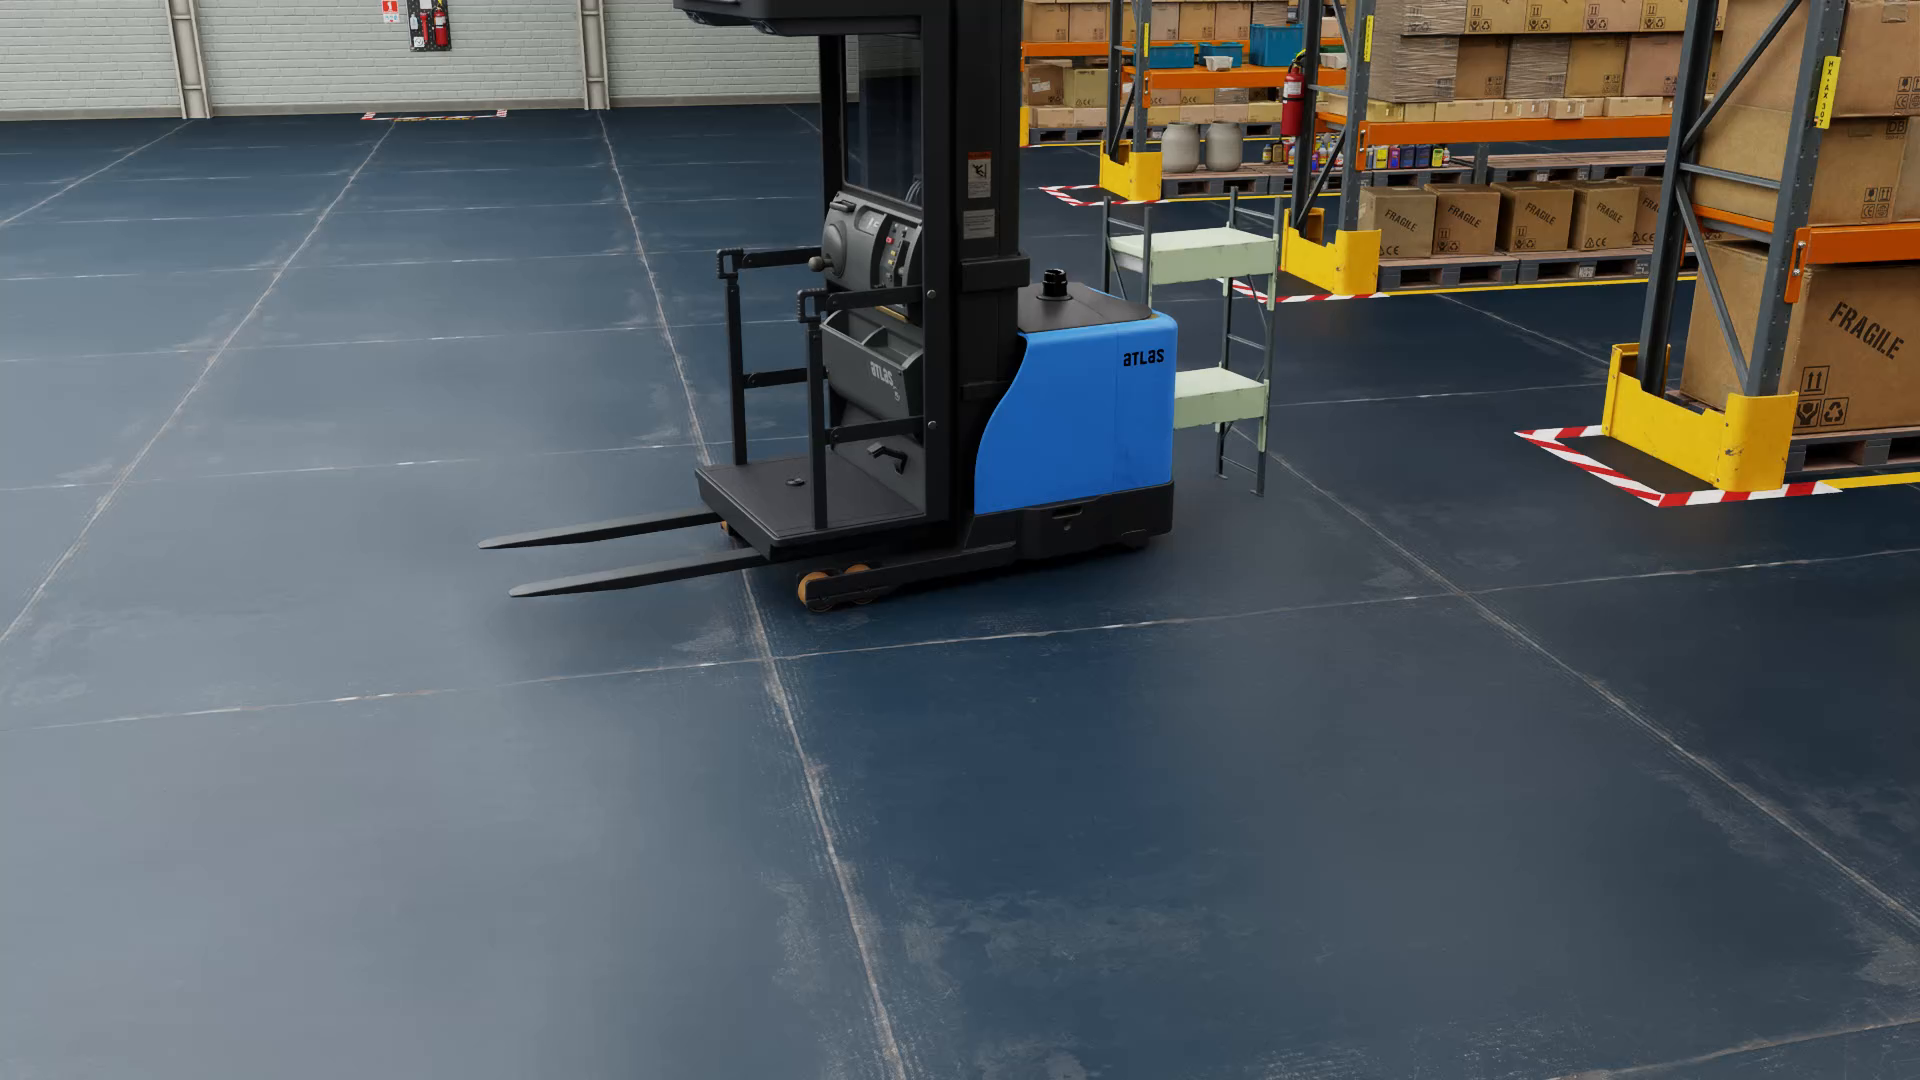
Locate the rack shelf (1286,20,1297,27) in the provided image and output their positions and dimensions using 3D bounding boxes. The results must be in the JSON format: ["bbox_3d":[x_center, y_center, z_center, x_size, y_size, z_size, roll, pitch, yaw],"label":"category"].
[{"bbox_3d":[5.347,-8.635,28.073,4.000,0.370,1.077,-5,21,-12],"label":"rack shelf"}]

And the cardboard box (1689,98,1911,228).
[{"bbox_3d":[4.321,-1.971,8.616,0.550,0.550,0.875,-5,21,-12],"label":"cardboard box"}]

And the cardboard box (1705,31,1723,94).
[{"bbox_3d":[5.873,-3.985,13.753,0.500,0.500,0.875,-5,21,-12],"label":"cardboard box"}]

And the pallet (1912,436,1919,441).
[{"bbox_3d":[5.915,-0.731,9.504,1.213,0.211,1.003,-5,21,-12],"label":"pallet"}]

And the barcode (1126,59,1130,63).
[{"bbox_3d":[2.820,-8.035,27.919,0.075,0.075,0.001,-5,21,-12],"label":"barcode"}]

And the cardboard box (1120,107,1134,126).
[{"bbox_3d":[2.197,-5.795,22.659,0.500,0.250,0.500,-5,21,-12],"label":"cardboard box"}]

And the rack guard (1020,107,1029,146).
[{"bbox_3d":[0.628,-5.665,22.552,0.348,0.500,1.175,-5,21,-12],"label":"rack guard"}]

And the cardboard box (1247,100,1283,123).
[{"bbox_3d":[4.143,-5.953,23.092,0.500,0.250,0.500,-5,21,-12],"label":"cardboard box"}]

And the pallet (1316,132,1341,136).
[{"bbox_3d":[5.252,-5.919,23.666,1.213,0.211,1.003,-5,21,-12],"label":"pallet"}]

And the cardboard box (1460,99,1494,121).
[{"bbox_3d":[3.992,-3.404,13.111,0.250,0.149,0.380,-5,21,-12],"label":"cardboard box"}]

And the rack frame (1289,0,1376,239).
[{"bbox_3d":[2.927,-3.524,13.074,0.127,3.000,1.000,-5,21,-12],"label":"rack frame"}]

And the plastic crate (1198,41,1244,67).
[{"bbox_3d":[2.839,-5.301,18.142,0.408,0.251,0.499,-5,21,-12],"label":"plastic crate"}]

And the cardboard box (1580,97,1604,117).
[{"bbox_3d":[4.954,-3.499,13.372,0.250,0.149,0.380,-5,21,-12],"label":"cardboard box"}]

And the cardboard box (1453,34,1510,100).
[{"bbox_3d":[3.928,-3.825,13.317,0.500,0.500,0.875,-5,21,-12],"label":"cardboard box"}]

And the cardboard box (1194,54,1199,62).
[{"bbox_3d":[4.113,-7.911,28.046,0.500,0.500,0.700,-4,20,-11],"label":"cardboard box"}]

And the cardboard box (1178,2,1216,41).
[{"bbox_3d":[3.113,-7.084,22.648,0.500,0.500,0.700,-4,21,-12],"label":"cardboard box"}]

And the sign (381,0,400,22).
[{"bbox_3d":[-8.825,-8.193,25.768,0.234,0.329,0.001,-5,21,-12],"label":"sign"}]

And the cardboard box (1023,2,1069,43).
[{"bbox_3d":[1.109,-6.920,22.199,0.500,0.500,0.700,-5,21,-12],"label":"cardboard box"}]

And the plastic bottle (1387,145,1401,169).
[{"bbox_3d":[4.784,-4.240,18.338,0.133,0.283,0.061,-3,20,-9],"label":"plastic bottle"}]

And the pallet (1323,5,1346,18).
[{"bbox_3d":[6.624,-8.949,28.163,1.003,0.211,1.213,-5,21,-12],"label":"pallet"}]

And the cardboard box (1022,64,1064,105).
[{"bbox_3d":[1.105,-6.241,22.787,0.500,0.500,0.500,-5,21,-12],"label":"cardboard box"}]

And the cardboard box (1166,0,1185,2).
[{"bbox_3d":[2.835,-7.293,22.275,0.250,0.149,0.380,-4,20,-11],"label":"cardboard box"}]

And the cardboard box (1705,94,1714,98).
[{"bbox_3d":[5.958,-3.534,13.466,0.250,0.149,0.380,-5,21,-12],"label":"cardboard box"}]

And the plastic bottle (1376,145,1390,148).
[{"bbox_3d":[4.832,-4.488,18.917,0.185,0.351,0.144,-5,21,-12],"label":"plastic bottle"}]

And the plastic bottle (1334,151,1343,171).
[{"bbox_3d":[4.151,-4.157,18.230,0.097,0.201,0.097,0,20,0],"label":"plastic bottle"}]

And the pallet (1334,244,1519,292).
[{"bbox_3d":[3.800,-2.273,13.713,1.213,0.211,1.003,-5,21,-12],"label":"pallet"}]

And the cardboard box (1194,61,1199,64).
[{"bbox_3d":[3.536,-6.441,23.334,0.500,0.500,0.500,-5,21,-12],"label":"cardboard box"}]

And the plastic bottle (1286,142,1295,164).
[{"bbox_3d":[3.750,-4.380,18.721,0.133,0.283,0.061,-5,21,-12],"label":"plastic bottle"}]

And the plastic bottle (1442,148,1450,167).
[{"bbox_3d":[5.399,-4.258,18.507,0.097,0.201,0.097,0,20,0],"label":"plastic bottle"}]

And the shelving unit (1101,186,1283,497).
[{"bbox_3d":[1.111,-0.930,8.173,0.755,1.500,0.431,-10,22,-25],"label":"shelving unit"}]

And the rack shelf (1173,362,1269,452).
[{"bbox_3d":[1.111,-0.624,8.285,0.720,0.370,0.431,-10,22,-25],"label":"rack shelf"}]

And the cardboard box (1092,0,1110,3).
[{"bbox_3d":[1.828,-7.211,22.051,0.250,0.149,0.380,-5,21,-13],"label":"cardboard box"}]

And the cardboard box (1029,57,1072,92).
[{"bbox_3d":[1.482,-7.642,27.310,0.500,0.500,0.700,-6,21,-16],"label":"cardboard box"}]

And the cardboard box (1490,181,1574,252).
[{"bbox_3d":[4.726,-2.693,13.830,0.500,0.500,0.500,-3,20,-7],"label":"cardboard box"}]

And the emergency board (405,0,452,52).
[{"bbox_3d":[-8.263,-8.185,25.799,0.643,1.169,0.194,-5,21,-12],"label":"emergency board"}]

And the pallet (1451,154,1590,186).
[{"bbox_3d":[6.435,-4.264,19.149,1.213,0.211,1.003,-5,21,-12],"label":"pallet"}]

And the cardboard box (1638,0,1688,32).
[{"bbox_3d":[5.472,-4.290,13.133,0.500,0.500,0.500,-5,21,-12],"label":"cardboard box"}]

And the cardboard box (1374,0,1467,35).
[{"bbox_3d":[3.525,-4.132,12.703,0.500,0.500,0.500,-5,21,-12],"label":"cardboard box"}]

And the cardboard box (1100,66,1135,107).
[{"bbox_3d":[2.194,-6.151,22.541,0.500,0.500,0.500,-5,21,-12],"label":"cardboard box"}]

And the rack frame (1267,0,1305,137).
[{"bbox_3d":[4.544,-7.157,22.991,0.127,3.000,1.000,-5,21,-12],"label":"rack frame"}]

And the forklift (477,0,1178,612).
[{"bbox_3d":[-0.565,-1.280,7.047,3.031,2.935,1.130,-10,22,-25],"label":"forklift"}]

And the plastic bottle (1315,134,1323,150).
[{"bbox_3d":[4.021,-4.473,18.876,0.185,0.351,0.144,-4,20,-10],"label":"plastic bottle"}]

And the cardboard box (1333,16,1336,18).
[{"bbox_3d":[5.357,-7.225,23.372,0.258,0.266,0.396,-5,21,-14],"label":"cardboard box"}]

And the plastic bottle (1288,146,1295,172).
[{"bbox_3d":[3.624,-4.147,18.101,0.097,0.271,0.097,0,20,0],"label":"plastic bottle"}]
